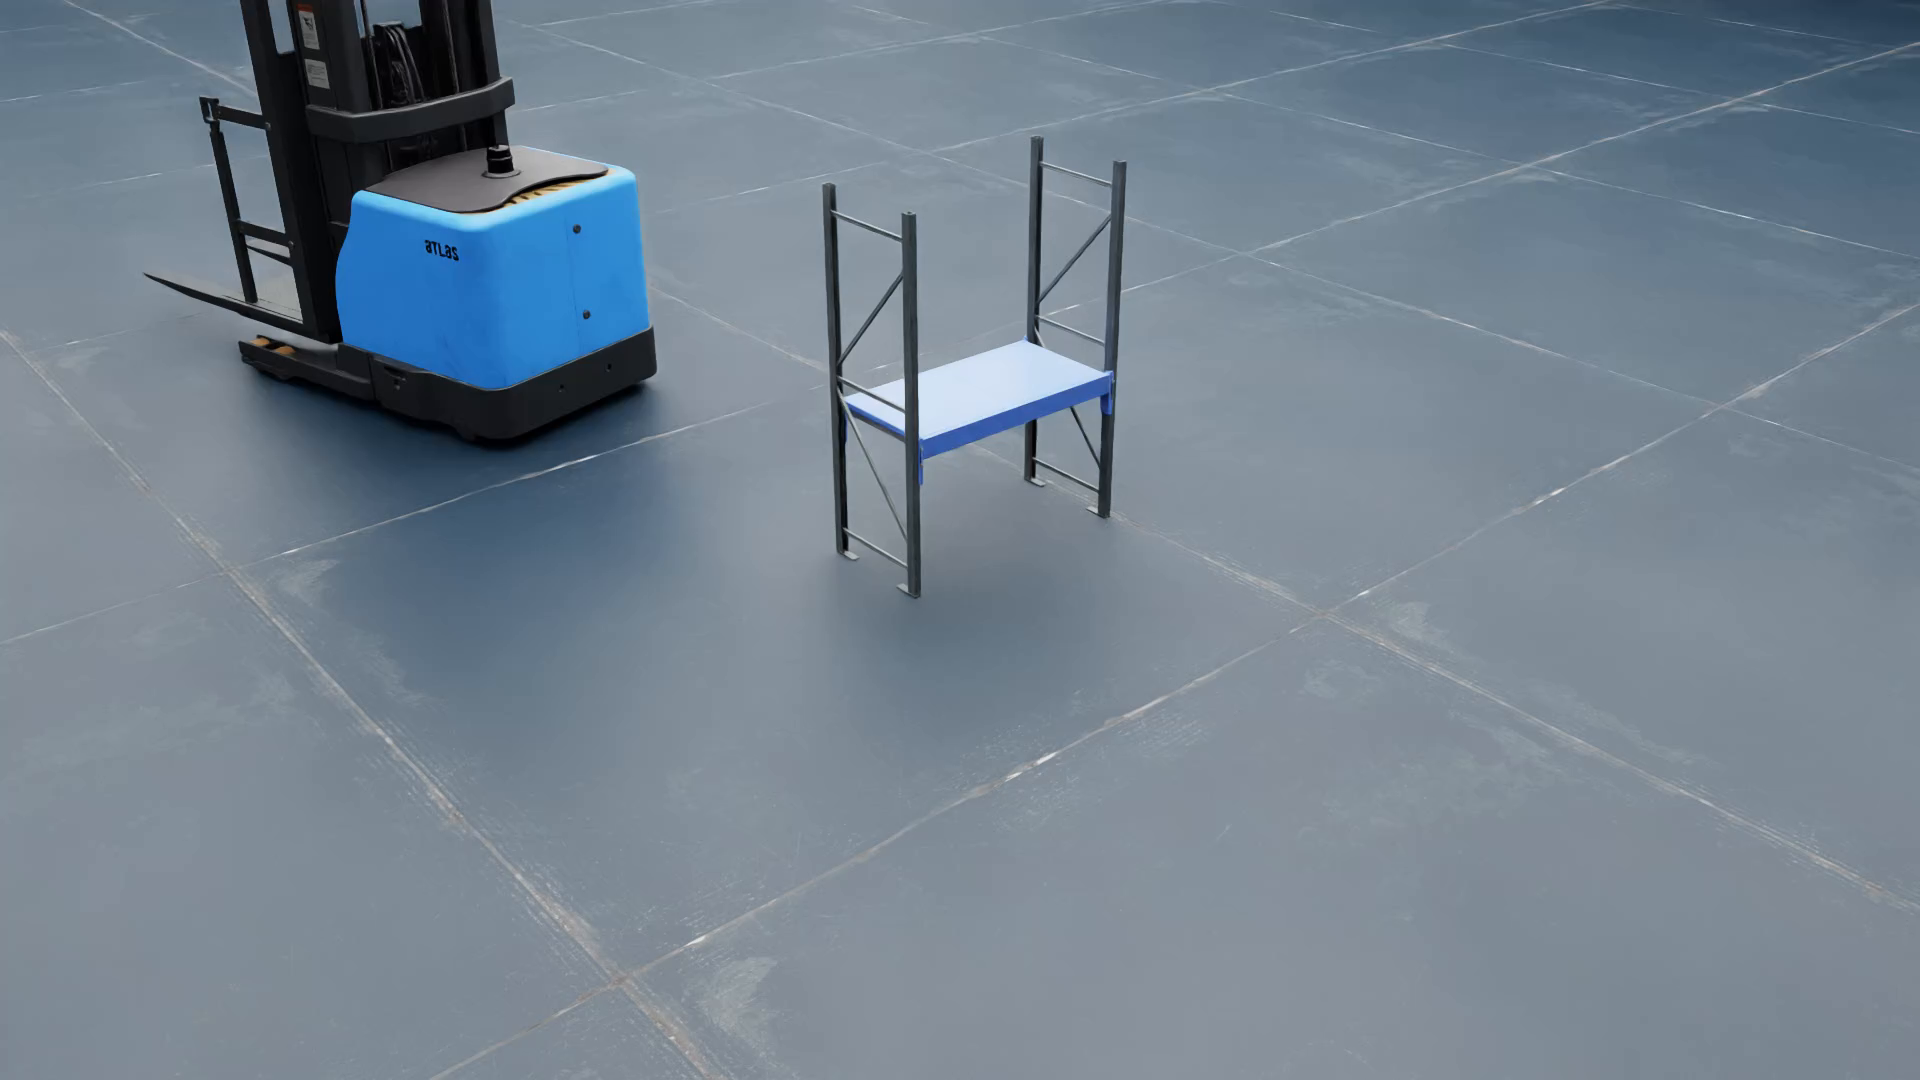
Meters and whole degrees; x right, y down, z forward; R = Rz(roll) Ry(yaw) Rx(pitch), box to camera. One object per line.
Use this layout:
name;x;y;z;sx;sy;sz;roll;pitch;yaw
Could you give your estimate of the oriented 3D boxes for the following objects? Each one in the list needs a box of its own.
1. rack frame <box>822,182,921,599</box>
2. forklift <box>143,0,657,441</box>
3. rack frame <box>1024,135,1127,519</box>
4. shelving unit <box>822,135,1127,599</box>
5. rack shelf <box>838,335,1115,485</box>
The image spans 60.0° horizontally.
rack frame;-0.322;-0.532;6.154;0.032;1.500;0.500;-22;35;-35
forklift;-2.983;-2.268;7.884;3.031;2.935;1.130;18;33;30
rack frame;0.452;-0.843;6.736;0.032;1.500;0.500;-22;35;-35
shelving unit;0.065;-0.688;6.445;1.048;1.500;0.538;-22;35;-35
rack shelf;0.065;-0.529;6.530;1.000;0.185;0.538;-22;35;-35
